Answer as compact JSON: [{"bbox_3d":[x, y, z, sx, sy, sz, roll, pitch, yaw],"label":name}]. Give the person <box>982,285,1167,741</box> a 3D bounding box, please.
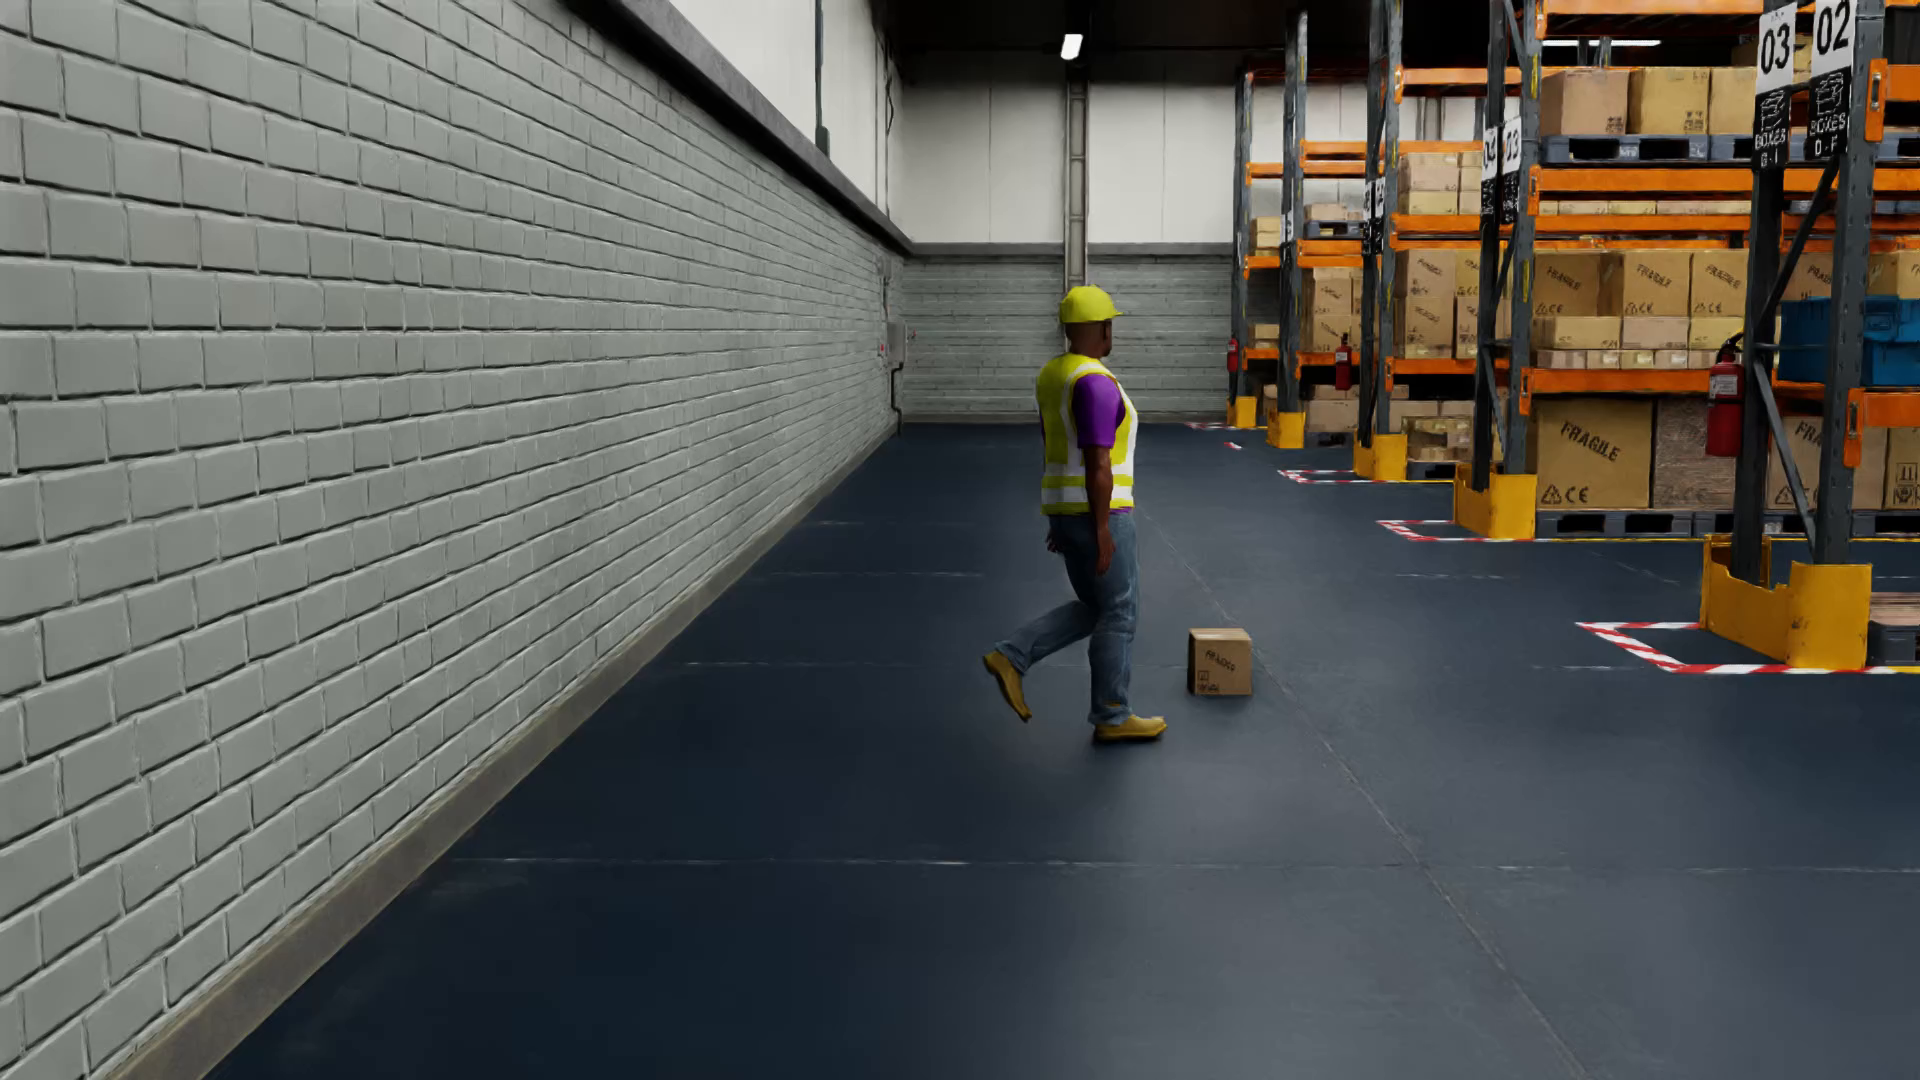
[{"bbox_3d":[0.449,-0.101,6.424,0.714,1.749,0.587,-2,8,-18],"label":"person"}]
